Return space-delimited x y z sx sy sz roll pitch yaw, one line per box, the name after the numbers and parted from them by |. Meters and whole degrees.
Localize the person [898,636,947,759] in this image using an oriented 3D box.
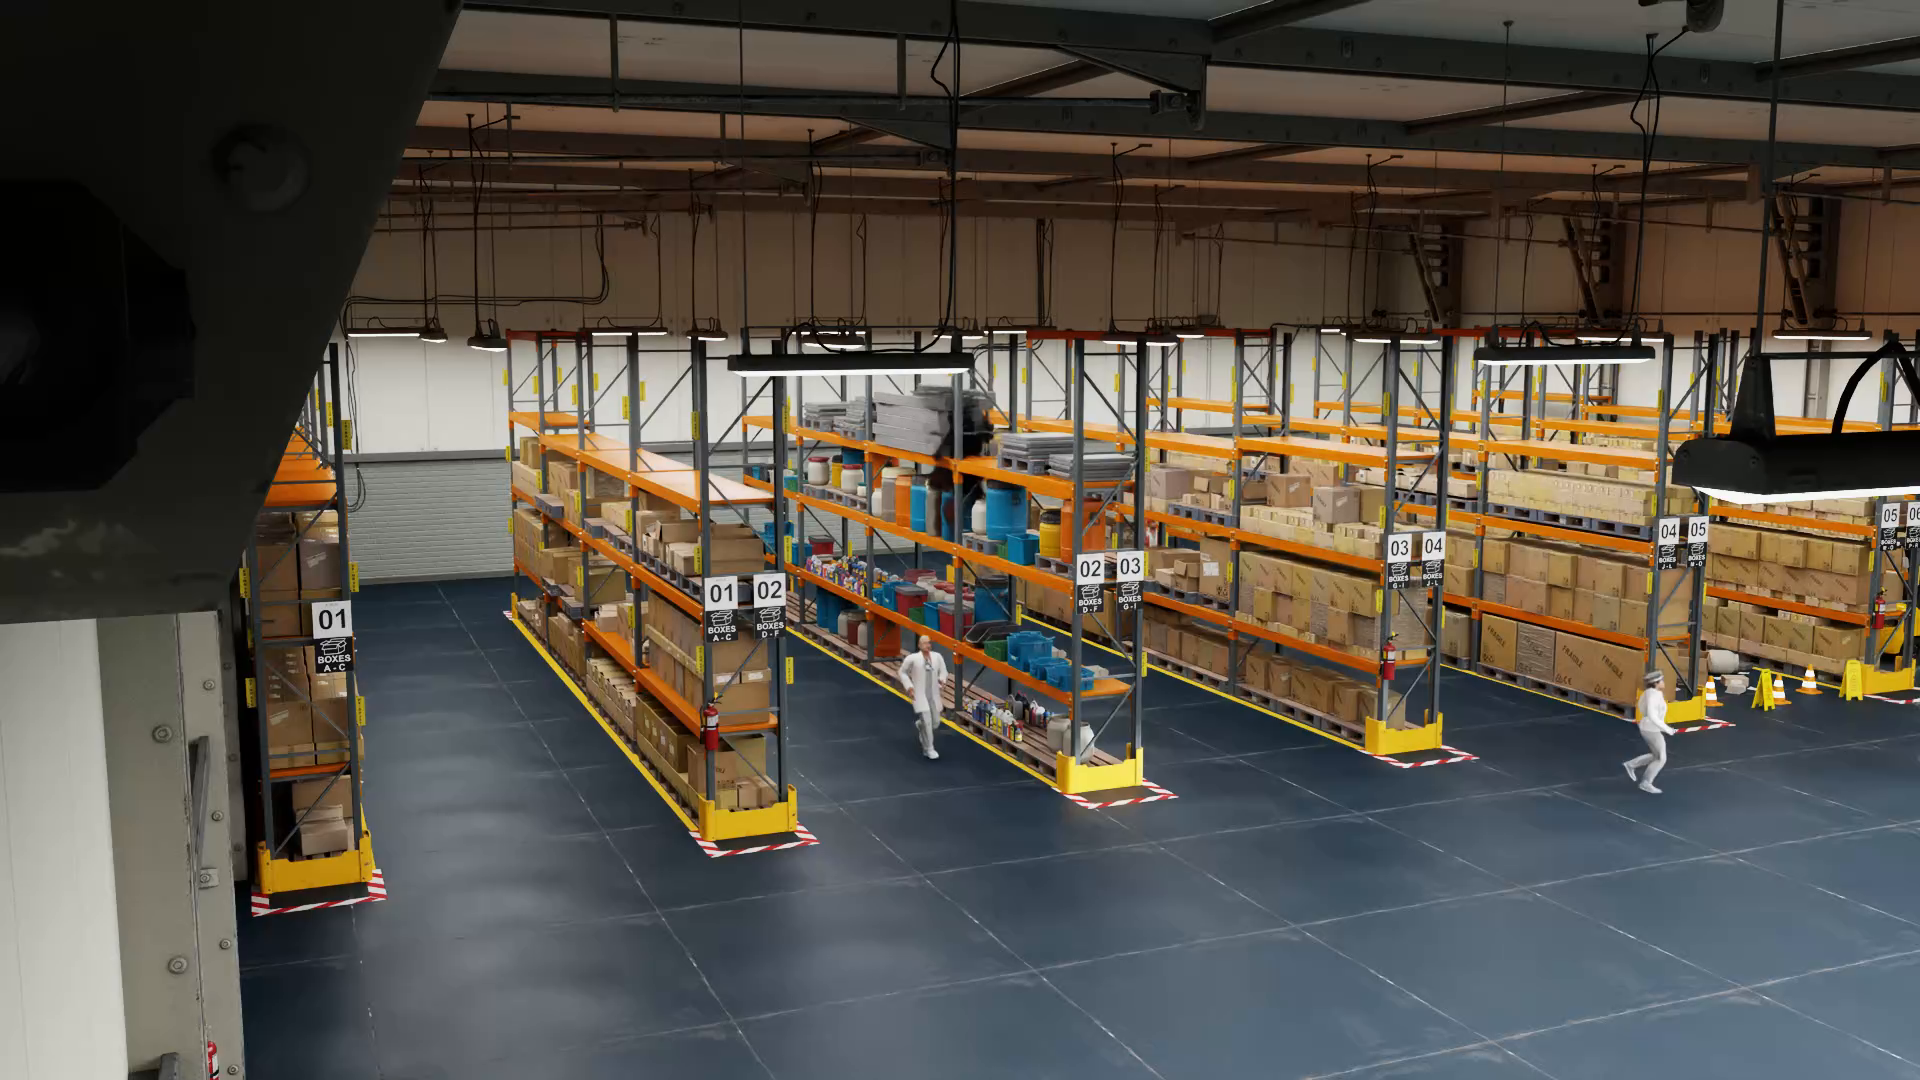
-0.518 2.224 23.887 0.709 1.742 0.798 -3 8 -24 | person

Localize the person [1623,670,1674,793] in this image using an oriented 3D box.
9.154 2.536 22.095 0.571 1.669 0.653 2 8 14 | person

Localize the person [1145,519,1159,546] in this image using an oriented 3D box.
4.310 0.374 37.368 0.630 1.826 0.761 -3 8 -20 | person
